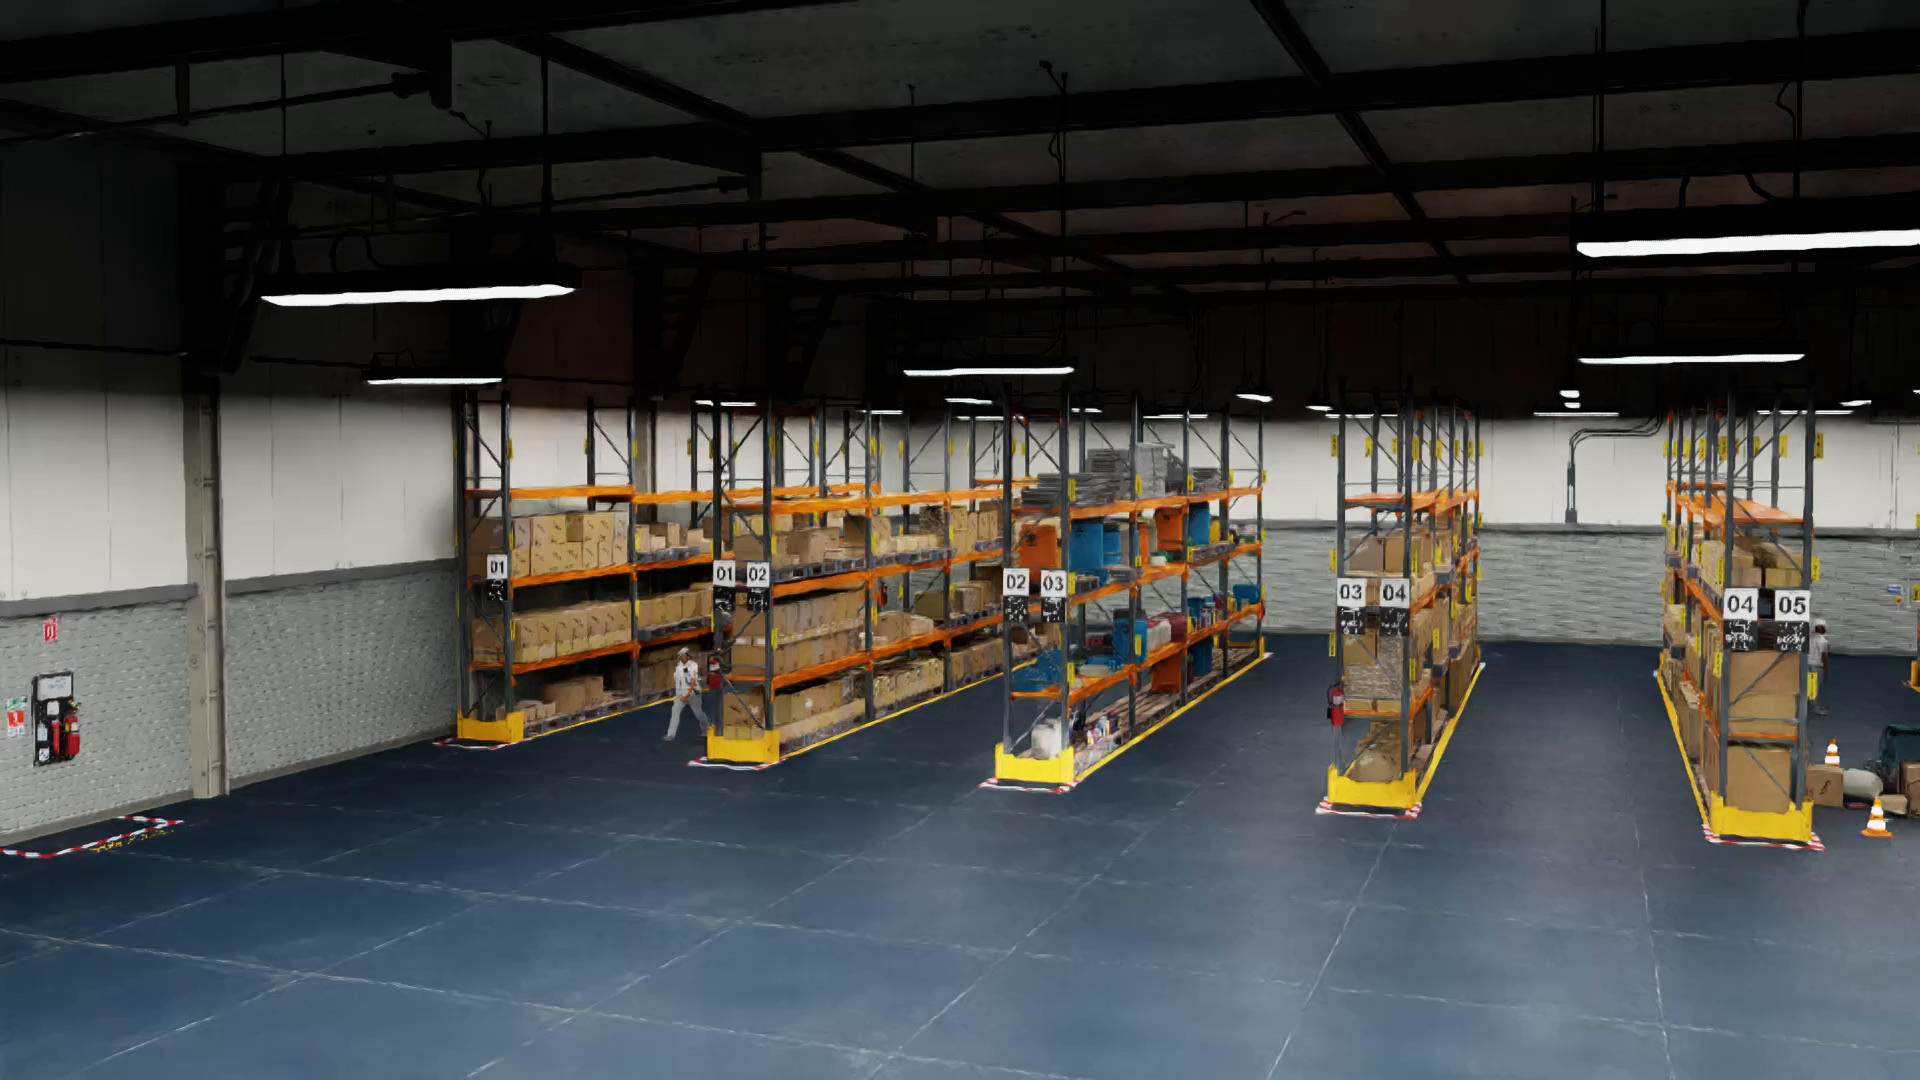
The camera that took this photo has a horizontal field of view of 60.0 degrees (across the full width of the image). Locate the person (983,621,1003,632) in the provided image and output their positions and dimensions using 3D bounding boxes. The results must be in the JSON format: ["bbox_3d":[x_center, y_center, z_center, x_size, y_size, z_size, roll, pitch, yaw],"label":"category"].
[{"bbox_3d":[0.928,1.655,45.169,0.729,1.733,0.546,1,3,19],"label":"person"}]

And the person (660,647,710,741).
[{"bbox_3d":[-4.670,2.623,28.451,0.477,1.597,0.985,2,4,29],"label":"person"}]

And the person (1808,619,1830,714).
[{"bbox_3d":[16.256,2.368,31.438,0.464,1.772,0.645,0,3,0],"label":"person"}]
